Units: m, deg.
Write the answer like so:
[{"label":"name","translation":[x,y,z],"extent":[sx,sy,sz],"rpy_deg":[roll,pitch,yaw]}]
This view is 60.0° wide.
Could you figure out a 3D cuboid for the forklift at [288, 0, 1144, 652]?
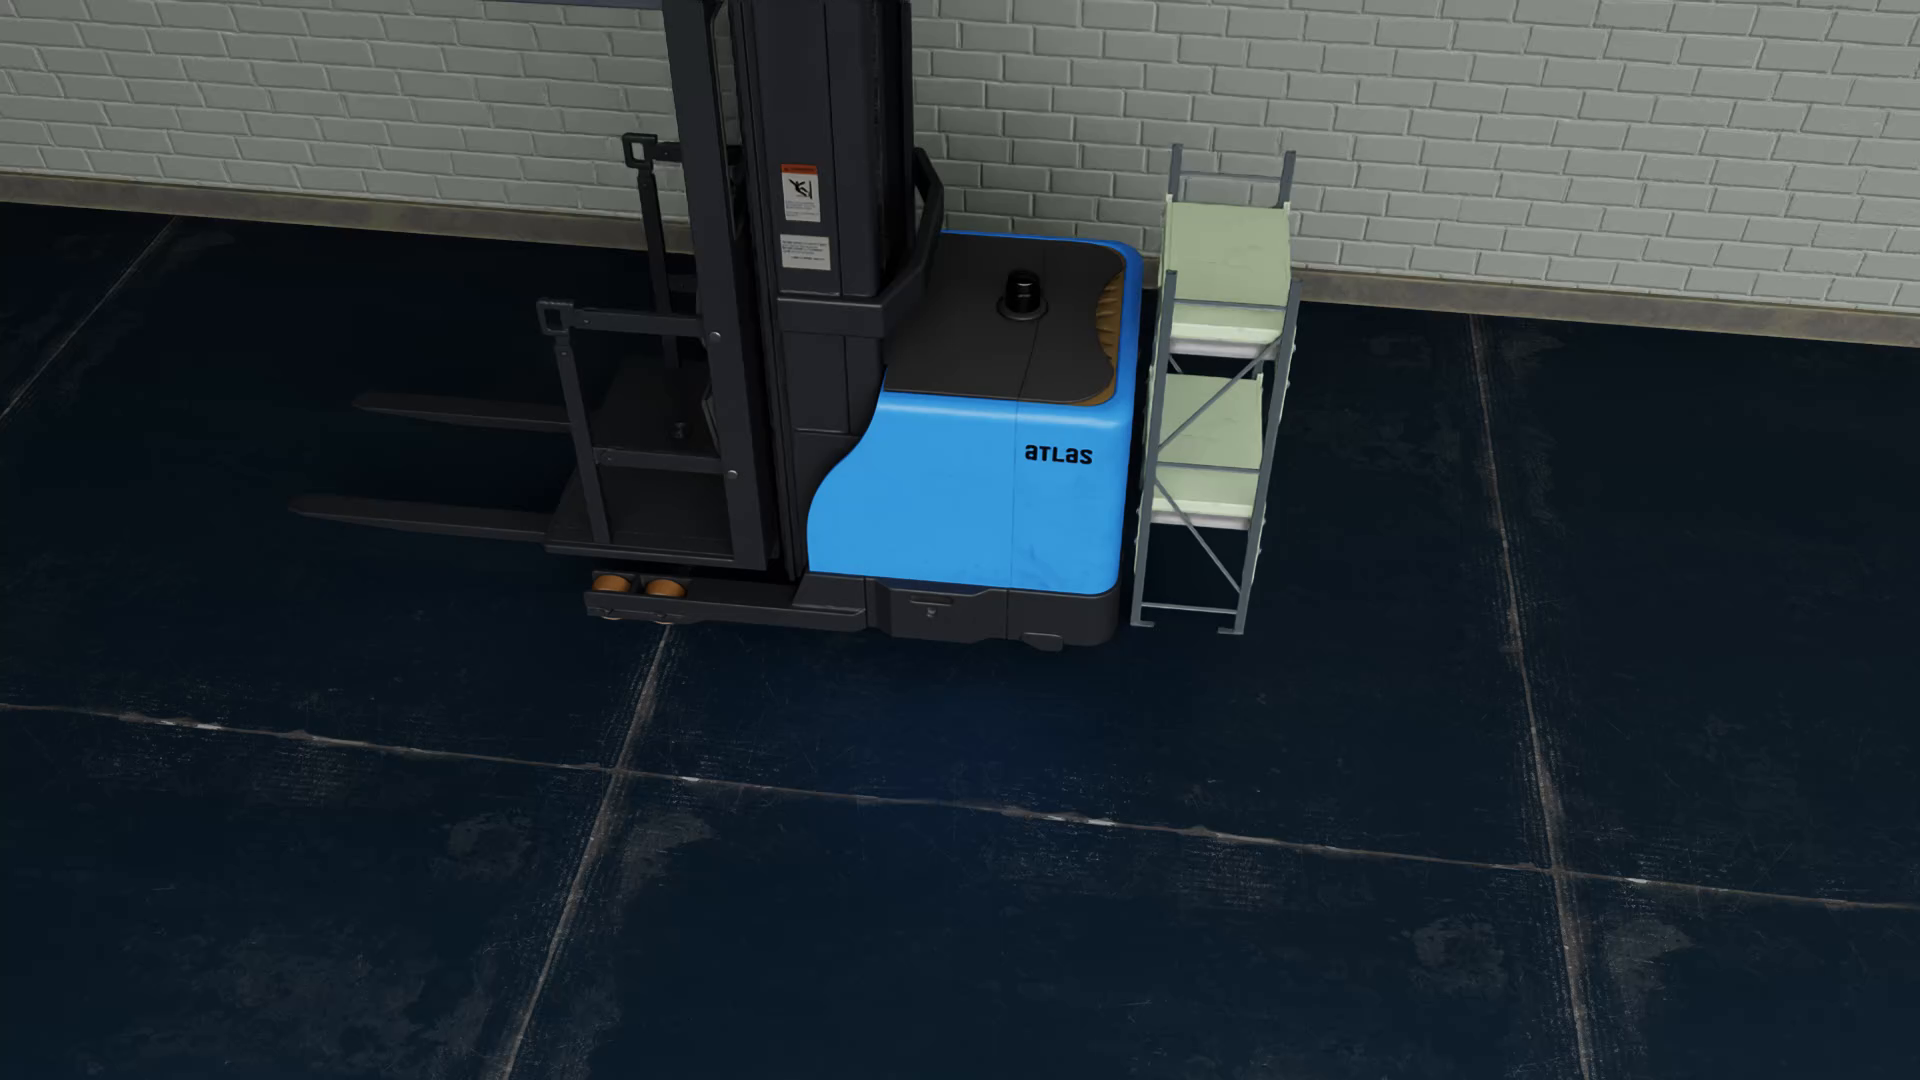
[{"label":"forklift","translation":[-0.904,-1.118,5.299],"extent":[3.031,2.935,1.130],"rpy_deg":[5,44,5]}]

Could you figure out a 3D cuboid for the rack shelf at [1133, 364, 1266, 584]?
[{"label":"rack shelf","translation":[0.849,-0.244,5.891],"extent":[0.431,0.370,0.720],"rpy_deg":[5,44,5]}]

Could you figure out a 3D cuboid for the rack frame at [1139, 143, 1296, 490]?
[{"label":"rack frame","translation":[0.893,-0.730,5.930],"extent":[0.400,1.500,0.023],"rpy_deg":[5,44,5]}]

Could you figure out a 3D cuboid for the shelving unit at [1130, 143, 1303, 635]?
[{"label":"shelving unit","translation":[0.849,-0.480,5.666],"extent":[0.431,1.500,0.755],"rpy_deg":[5,44,5]}]

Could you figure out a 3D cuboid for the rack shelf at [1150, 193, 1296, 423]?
[{"label":"rack shelf","translation":[0.849,-0.764,5.398],"extent":[0.431,0.370,0.720],"rpy_deg":[5,44,5]}]

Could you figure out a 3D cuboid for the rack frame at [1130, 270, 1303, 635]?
[{"label":"rack frame","translation":[0.805,-0.230,5.403],"extent":[0.400,1.500,0.023],"rpy_deg":[5,44,5]}]
